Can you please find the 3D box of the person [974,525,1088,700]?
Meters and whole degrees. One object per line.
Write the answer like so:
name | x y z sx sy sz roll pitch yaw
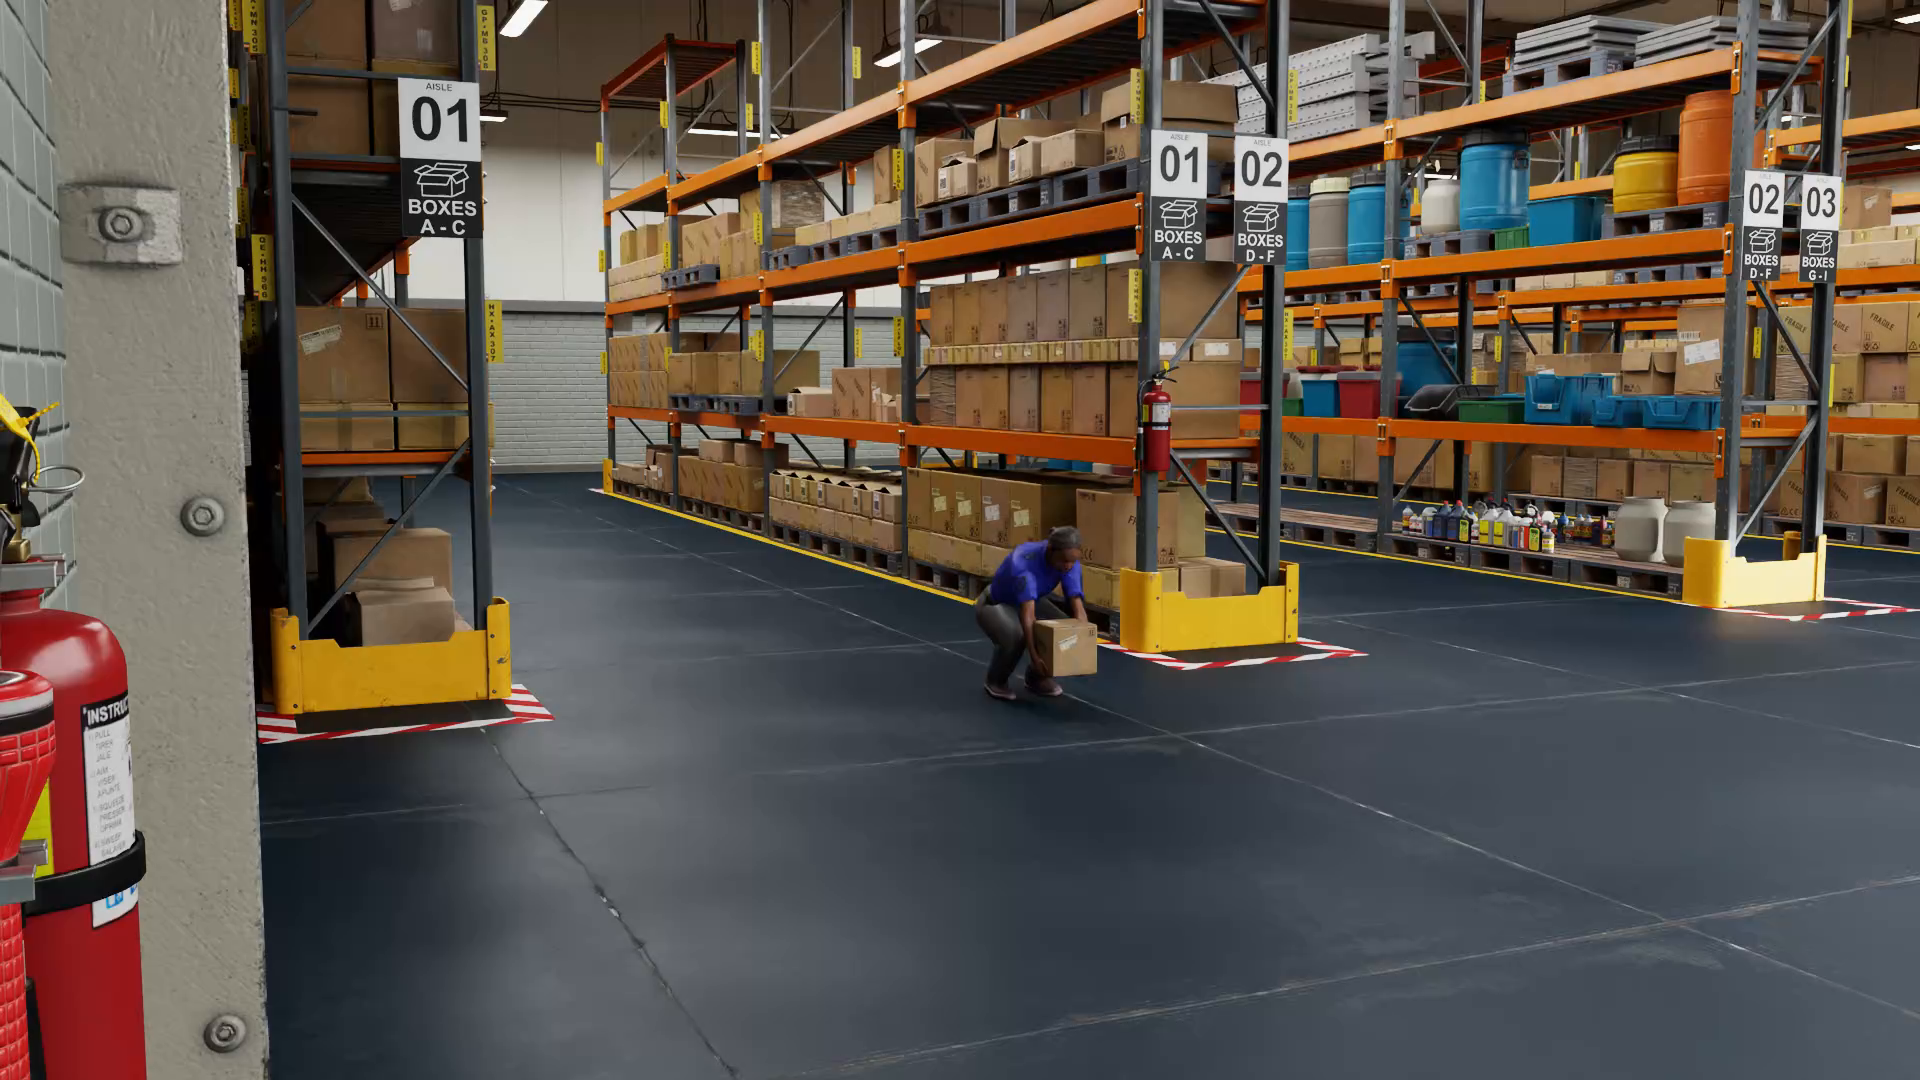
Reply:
person | 0.399 0.379 8.772 0.460 0.948 0.841 -3 6 -25
